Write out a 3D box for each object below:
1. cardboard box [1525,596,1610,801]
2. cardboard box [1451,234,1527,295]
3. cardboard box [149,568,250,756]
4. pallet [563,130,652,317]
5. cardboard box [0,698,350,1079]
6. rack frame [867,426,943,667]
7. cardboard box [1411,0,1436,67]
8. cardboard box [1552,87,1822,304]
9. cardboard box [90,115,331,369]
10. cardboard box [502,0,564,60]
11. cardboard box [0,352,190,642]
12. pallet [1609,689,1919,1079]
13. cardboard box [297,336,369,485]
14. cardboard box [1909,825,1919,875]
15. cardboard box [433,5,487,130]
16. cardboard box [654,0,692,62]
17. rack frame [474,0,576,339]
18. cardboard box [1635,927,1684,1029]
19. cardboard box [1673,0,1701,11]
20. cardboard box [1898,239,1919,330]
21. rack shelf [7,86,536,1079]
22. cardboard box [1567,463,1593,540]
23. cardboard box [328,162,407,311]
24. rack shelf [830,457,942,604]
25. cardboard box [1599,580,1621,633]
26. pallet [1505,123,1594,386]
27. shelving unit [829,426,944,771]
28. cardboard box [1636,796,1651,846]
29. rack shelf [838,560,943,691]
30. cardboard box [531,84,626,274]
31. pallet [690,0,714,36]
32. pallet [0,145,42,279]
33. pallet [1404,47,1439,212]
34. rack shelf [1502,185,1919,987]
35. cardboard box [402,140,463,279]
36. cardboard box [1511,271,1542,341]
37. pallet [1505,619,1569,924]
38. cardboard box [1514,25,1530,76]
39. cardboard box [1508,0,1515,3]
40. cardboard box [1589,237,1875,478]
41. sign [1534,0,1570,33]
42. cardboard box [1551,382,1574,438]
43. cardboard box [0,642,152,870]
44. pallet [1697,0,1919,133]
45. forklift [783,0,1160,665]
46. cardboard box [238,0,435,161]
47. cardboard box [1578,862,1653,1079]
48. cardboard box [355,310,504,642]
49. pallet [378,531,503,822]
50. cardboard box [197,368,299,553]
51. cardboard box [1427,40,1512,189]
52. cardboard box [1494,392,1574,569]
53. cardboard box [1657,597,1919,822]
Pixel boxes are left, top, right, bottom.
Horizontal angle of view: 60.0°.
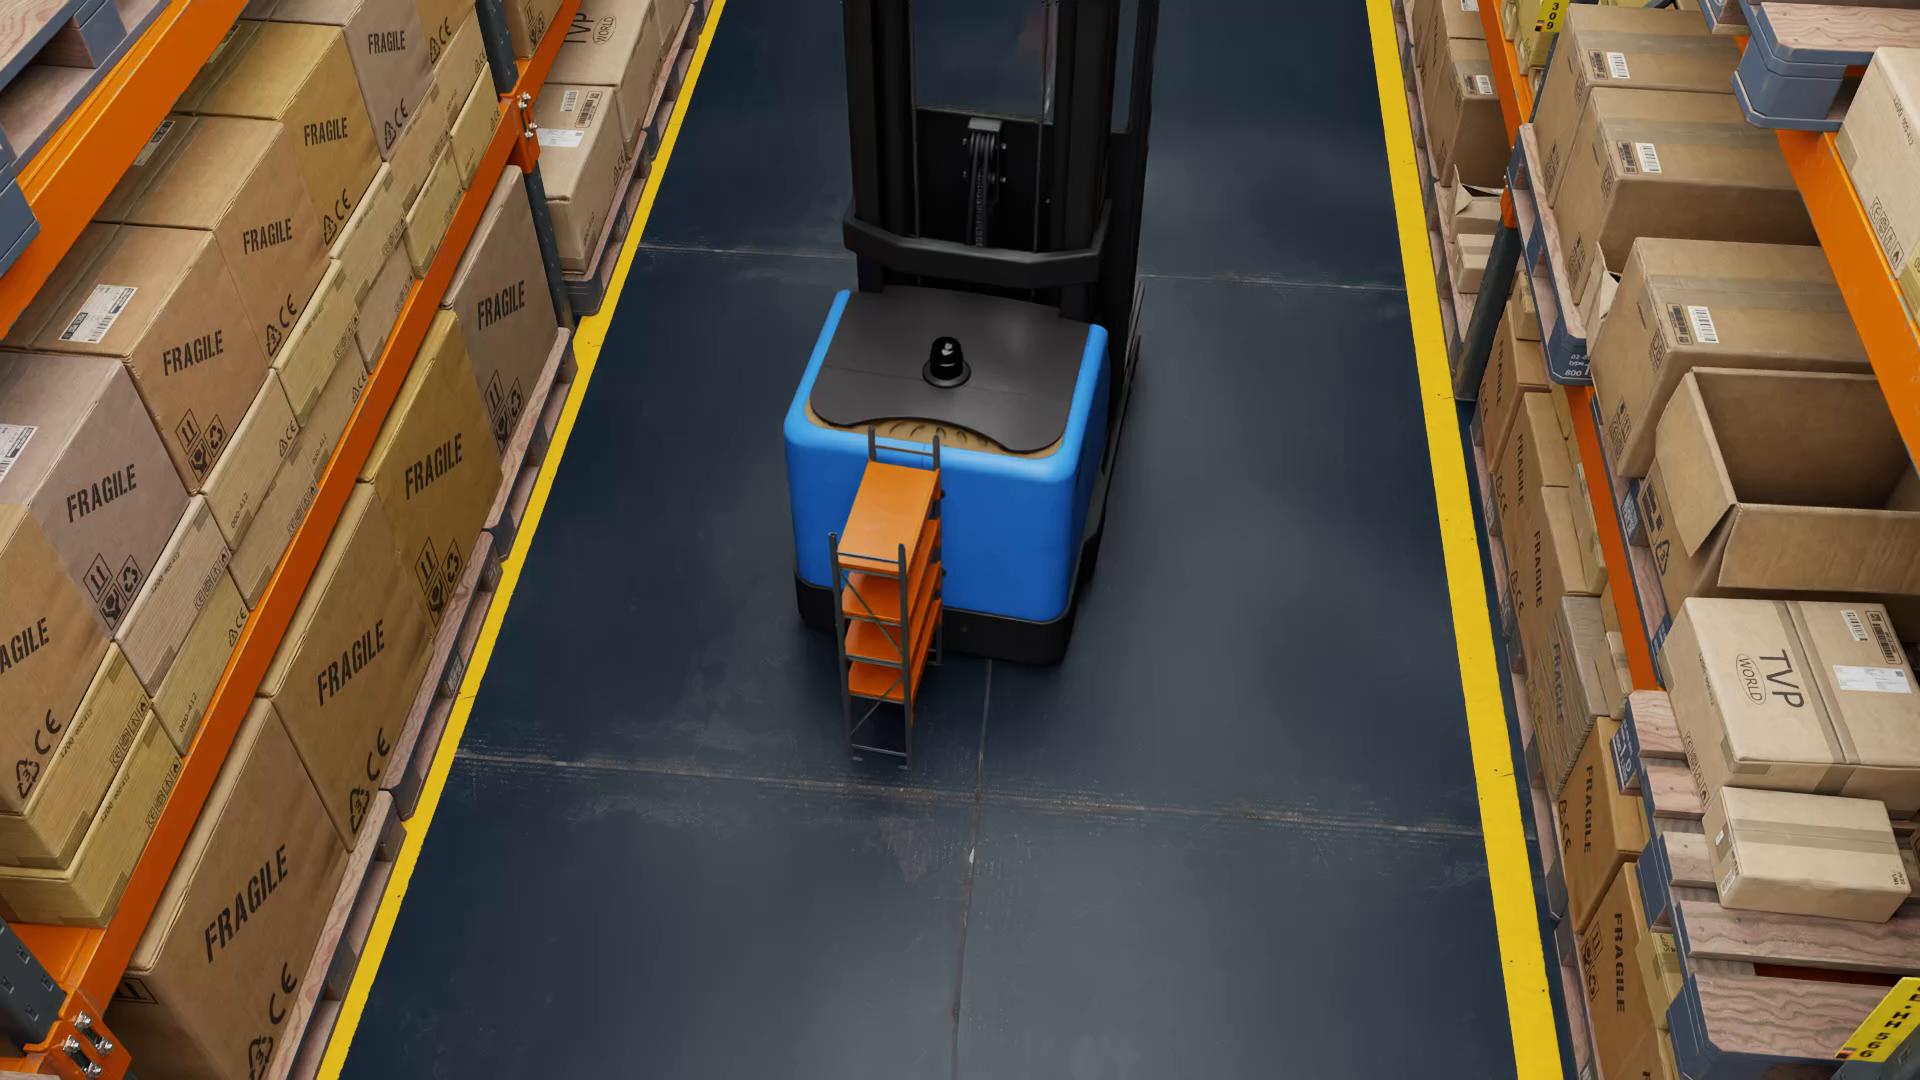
[{"bbox_3d":[2.267,0.548,5.625,0.500,0.500,0.500,2,48,2],"label":"cardboard box"},{"bbox_3d":[2.436,-1.242,7.501,0.380,0.149,0.250,3,48,2],"label":"cardboard box"},{"bbox_3d":[-2.306,0.304,4.540,0.500,0.250,0.500,3,48,2],"label":"cardboard box"},{"bbox_3d":[-2.119,-1.577,8.049,1.003,0.211,1.213,4,48,4],"label":"pallet"},{"bbox_3d":[-2.485,1.048,4.914,0.875,0.875,0.875,3,48,3],"label":"cardboard box"},{"bbox_3d":[-0.185,0.052,5.889,0.240,1.200,0.015,9,48,8],"label":"rack frame"},{"bbox_3d":[2.775,-2.802,8.689,0.700,0.500,0.500,6,48,5],"label":"cardboard box"},{"bbox_3d":[2.363,-1.088,5.360,0.700,0.500,0.500,4,48,4],"label":"cardboard box"},{"bbox_3d":[-2.195,-0.857,4.756,0.500,0.500,0.500,5,48,4],"label":"cardboard box"},{"bbox_3d":[-1.963,-2.325,6.776,0.500,0.500,0.500,5,48,5],"label":"cardboard box"},{"bbox_3d":[-2.307,-0.107,4.070,0.500,0.500,0.500,4,48,4],"label":"cardboard box"},{"bbox_3d":[2.305,0.868,4.053,1.213,0.211,1.003,4,48,4],"label":"pallet"},{"bbox_3d":[-2.211,-0.444,5.225,0.500,0.250,0.500,4,48,4],"label":"cardboard box"},{"bbox_3d":[2.515,0.763,3.667,0.500,0.500,0.500,6,48,5],"label":"cardboard box"},{"bbox_3d":[-2.064,-1.742,6.073,0.500,0.250,0.500,4,48,3],"label":"cardboard box"},{"bbox_3d":[-1.937,-3.016,8.927,0.875,0.438,0.875,5,48,5],"label":"cardboard box"},{"bbox_3d":[-2.266,-1.964,6.514,1.000,3.000,0.127,4,48,4],"label":"rack frame"},{"bbox_3d":[2.100,1.206,4.584,0.380,0.149,0.250,2,48,2],"label":"cardboard box"},{"bbox_3d":[2.991,-2.029,6.473,0.500,0.250,0.500,3,48,3],"label":"cardboard box"},{"bbox_3d":[2.163,-0.419,3.169,0.500,0.250,0.500,4,48,4],"label":"cardboard box"},{"bbox_3d":[-2.448,-0.252,5.435,1.077,0.370,4.000,4,48,4],"label":"rack shelf"},{"bbox_3d":[2.348,-0.123,5.800,0.380,0.149,0.250,4,48,3],"label":"cardboard box"},{"bbox_3d":[-2.144,-0.993,5.389,0.500,0.250,0.500,5,48,4],"label":"cardboard box"},{"bbox_3d":[-0.236,-0.037,5.438,0.258,0.148,0.480,9,48,8],"label":"rack shelf"},{"bbox_3d":[2.327,0.259,5.450,0.380,0.149,0.250,4,48,4],"label":"cardboard box"},{"bbox_3d":[2.496,-0.989,5.752,1.003,0.211,1.213,4,48,4],"label":"pallet"},{"bbox_3d":[-0.236,0.228,5.728,0.258,1.200,0.503,9,48,8],"label":"shelving unit"},{"bbox_3d":[2.237,0.825,4.933,0.380,0.149,0.250,5,48,5],"label":"cardboard box"},{"bbox_3d":[-0.236,0.274,5.778,0.258,0.148,0.480,9,48,8],"label":"rack shelf"},{"bbox_3d":[-2.102,-1.696,7.720,0.875,0.438,0.875,3,48,3],"label":"cardboard box"},{"bbox_3d":[-1.896,-3.370,9.689,1.003,0.211,1.213,4,48,4],"label":"pallet"},{"bbox_3d":[-2.625,-0.450,3.224,1.213,0.211,1.003,6,48,5],"label":"pallet"},{"bbox_3d":[2.849,-2.096,8.524,1.003,0.211,1.213,4,48,4],"label":"pallet"},{"bbox_3d":[2.495,0.079,5.132,1.077,0.370,4.000,4,48,4],"label":"rack shelf"},{"bbox_3d":[-2.103,-1.193,5.910,0.500,0.250,0.500,3,48,3],"label":"cardboard box"},{"bbox_3d":[2.380,-0.905,6.514,0.380,0.149,0.250,6,48,5],"label":"cardboard box"},{"bbox_3d":[2.532,0.807,5.869,1.003,0.211,1.213,4,48,4],"label":"pallet"},{"bbox_3d":[2.457,-1.993,6.710,0.380,0.149,0.250,5,48,5],"label":"cardboard box"},{"bbox_3d":[2.512,-2.443,6.852,0.500,0.250,0.500,4,48,4],"label":"cardboard box"},{"bbox_3d":[2.292,-0.511,4.832,0.700,0.500,0.500,4,48,3],"label":"cardboard box"},{"bbox_3d":[2.136,-1.956,5.920,0.100,0.325,0.005,4,48,4],"label":"sign"},{"bbox_3d":[2.419,-0.506,6.150,0.380,0.149,0.250,2,48,2],"label":"cardboard box"},{"bbox_3d":[-2.338,0.501,4.022,0.500,0.250,0.500,4,48,3],"label":"cardboard box"},{"bbox_3d":[2.457,-1.345,4.042,1.213,0.211,1.003,4,48,4],"label":"pallet"},{"bbox_3d":[0.186,-1.633,6.257,1.130,2.935,3.031,9,48,8],"label":"forklift"},{"bbox_3d":[-2.097,-1.610,5.444,0.500,0.500,0.500,5,48,4],"label":"cardboard box"},{"bbox_3d":[2.193,1.316,4.923,0.500,0.500,0.500,3,48,3],"label":"cardboard box"},{"bbox_3d":[-2.317,-0.264,6.114,0.875,0.875,0.875,5,48,5],"label":"cardboard box"},{"bbox_3d":[-2.370,0.448,6.197,1.003,0.211,1.213,4,48,4],"label":"pallet"},{"bbox_3d":[-2.233,-0.244,4.703,0.500,0.250,0.500,4,48,3],"label":"cardboard box"},{"bbox_3d":[2.680,-2.039,7.992,0.700,0.500,0.500,2,48,2],"label":"cardboard box"},{"bbox_3d":[2.370,-0.199,6.309,0.500,0.500,0.500,3,48,3],"label":"cardboard box"},{"bbox_3d":[2.087,0.418,4.152,0.500,0.250,0.500,2,48,2],"label":"cardboard box"}]
